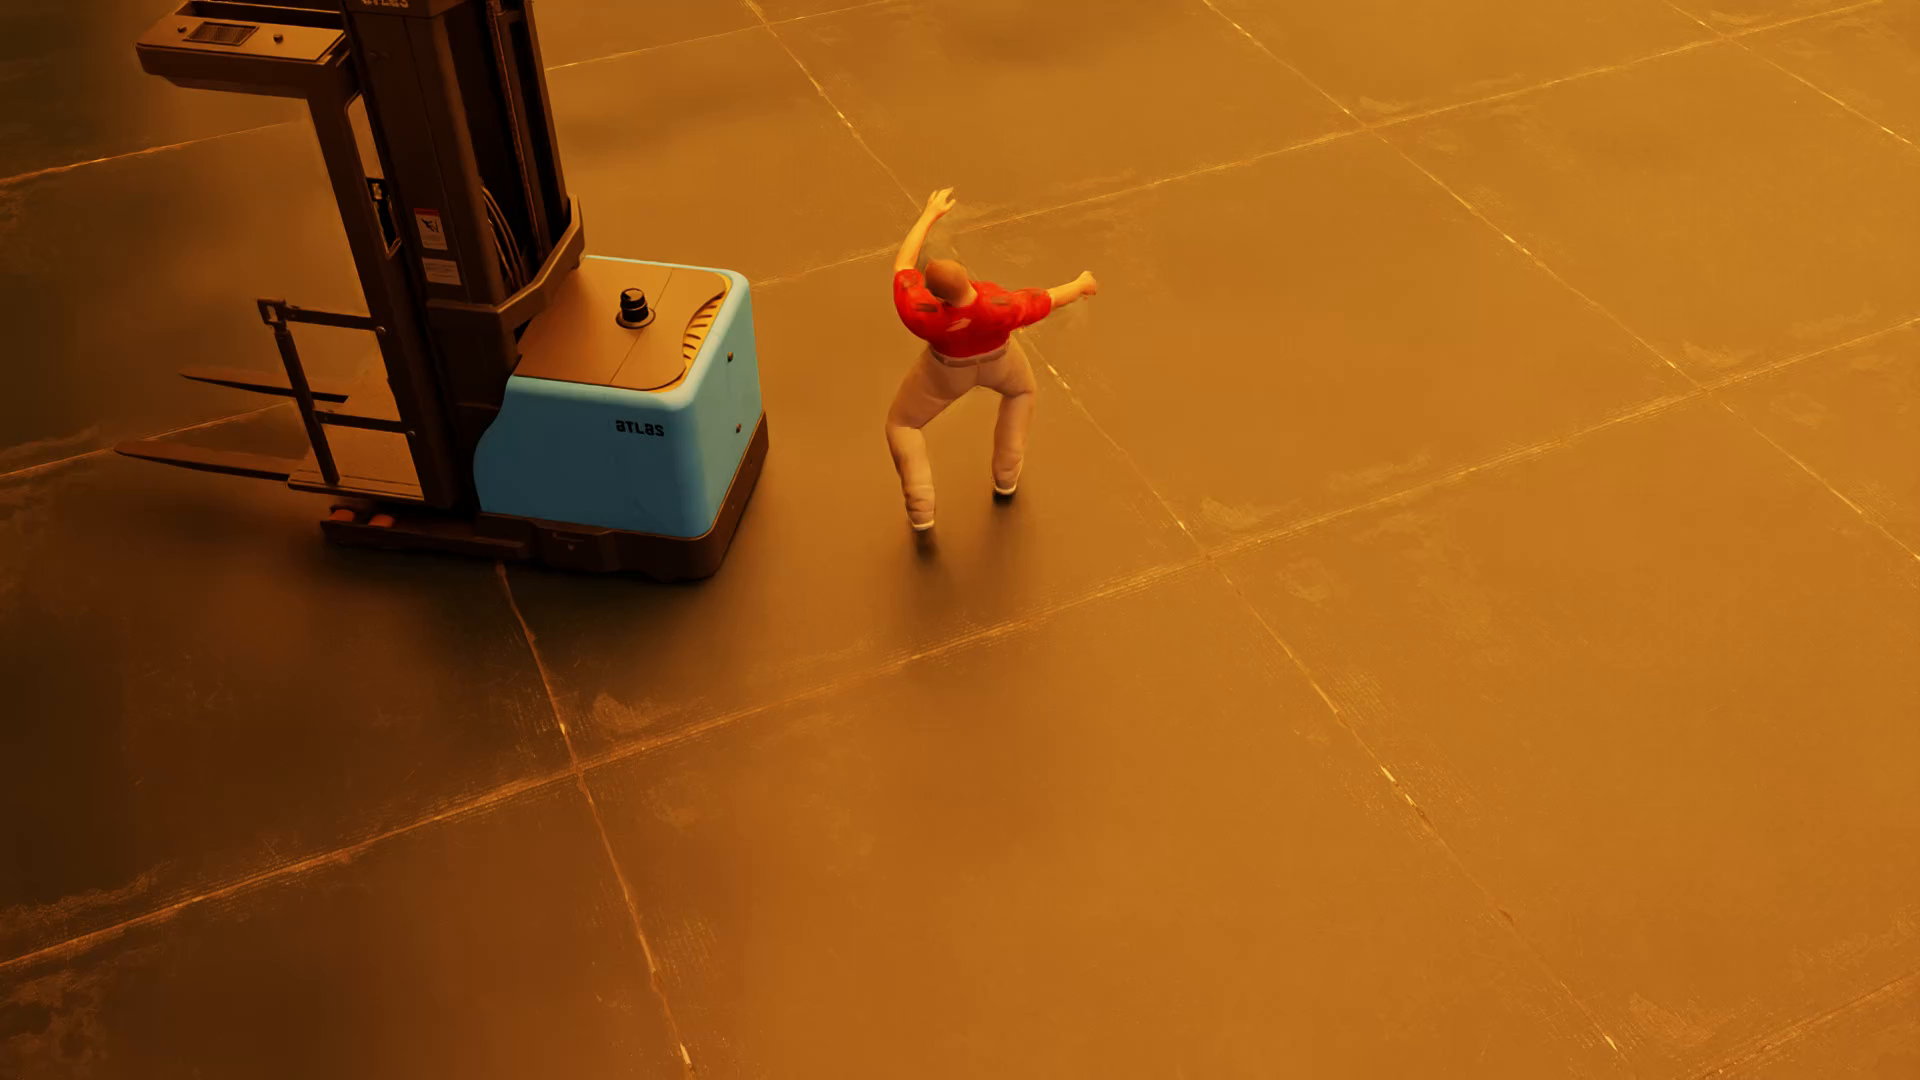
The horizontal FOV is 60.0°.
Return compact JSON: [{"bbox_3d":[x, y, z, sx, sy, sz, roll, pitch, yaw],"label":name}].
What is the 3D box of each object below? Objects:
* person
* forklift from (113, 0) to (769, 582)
[{"bbox_3d":[0.152,-0.843,7.615,1.035,1.492,0.754,-12,44,-13],"label":"person"},{"bbox_3d":[-2.511,-1.374,7.153,3.031,2.935,1.130,7,44,8],"label":"forklift"}]
